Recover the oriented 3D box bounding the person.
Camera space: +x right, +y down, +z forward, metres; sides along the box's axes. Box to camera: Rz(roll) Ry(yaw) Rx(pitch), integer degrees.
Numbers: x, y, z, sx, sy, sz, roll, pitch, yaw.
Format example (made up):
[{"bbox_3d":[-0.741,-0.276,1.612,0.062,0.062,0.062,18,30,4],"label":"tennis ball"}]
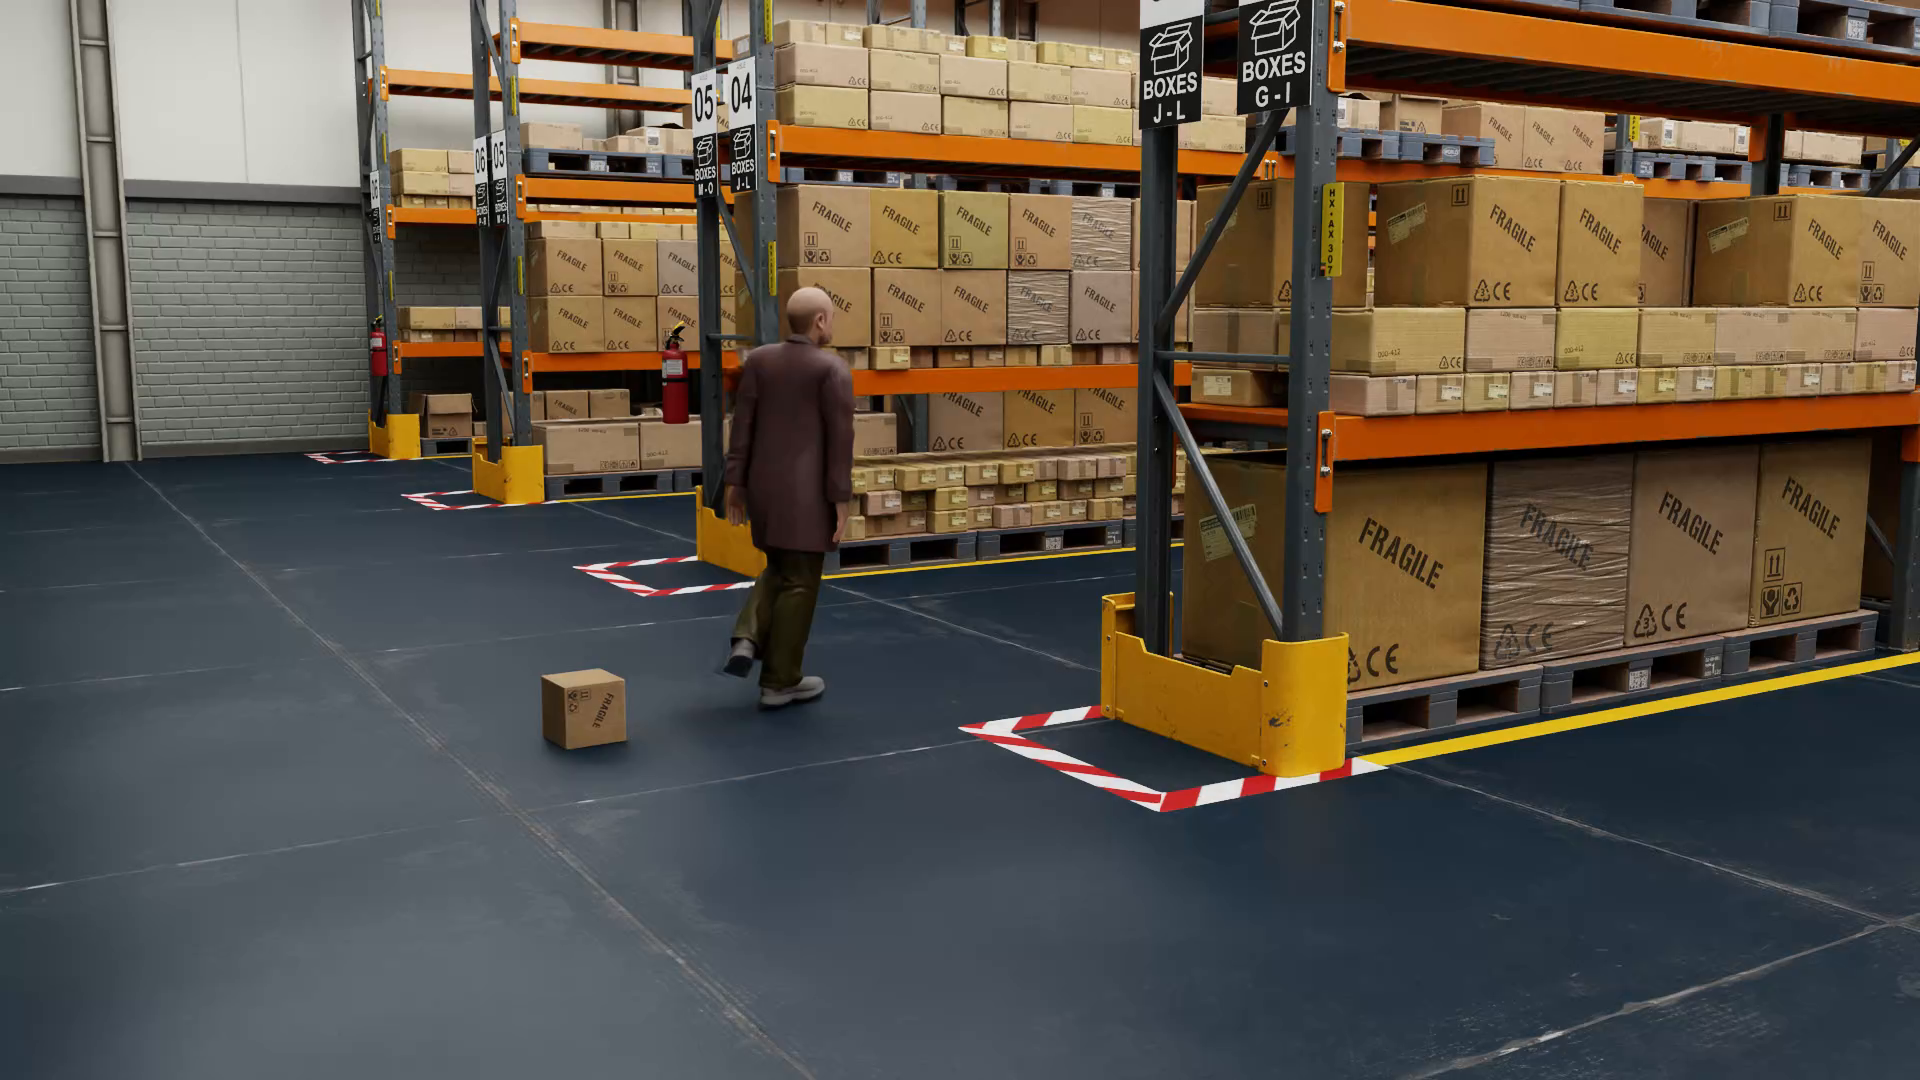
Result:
[{"bbox_3d":[-0.729,-0.187,7.106,0.619,1.769,0.552,5,9,31],"label":"person"}]
